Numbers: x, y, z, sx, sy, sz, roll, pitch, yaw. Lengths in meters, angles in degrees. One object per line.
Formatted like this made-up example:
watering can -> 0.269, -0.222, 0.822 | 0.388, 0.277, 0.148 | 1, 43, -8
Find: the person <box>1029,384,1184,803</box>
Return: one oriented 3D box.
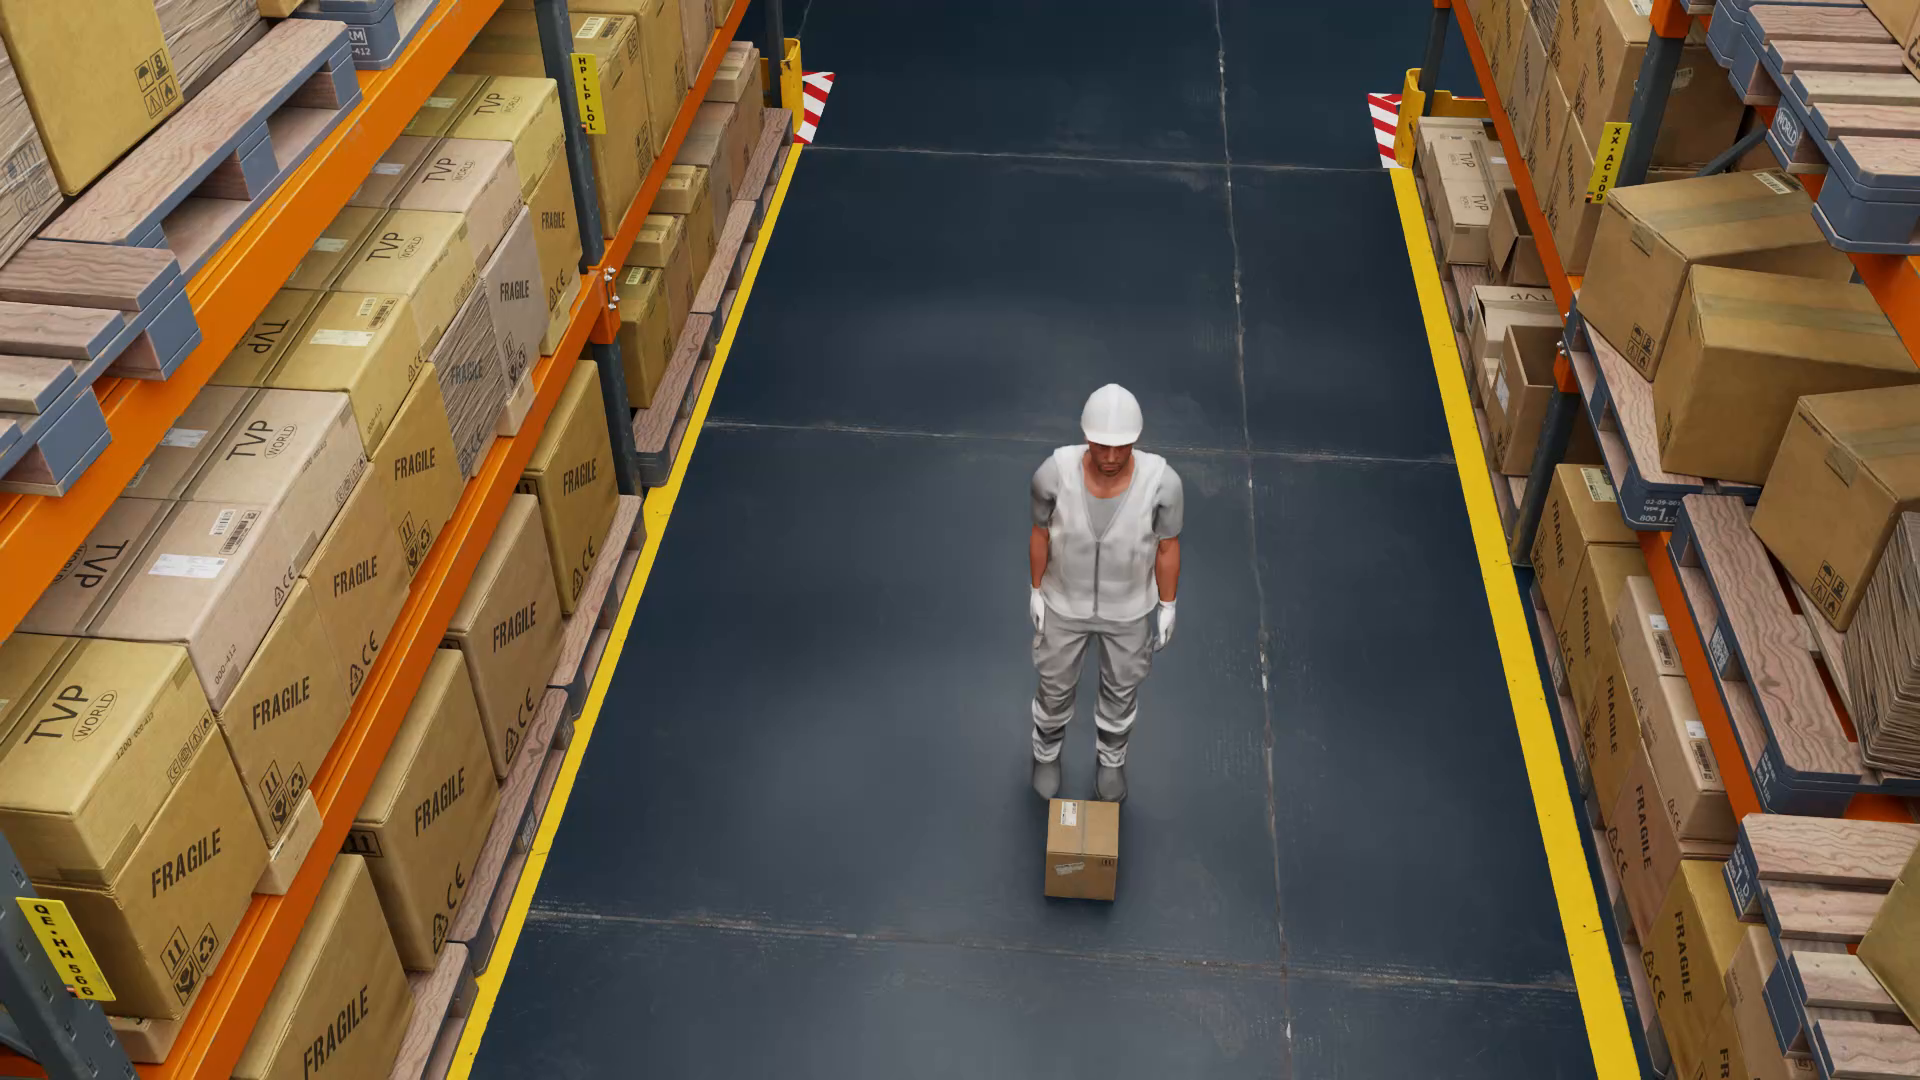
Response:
person -> 0.496, 0.237, 5.874 | 0.534, 1.821, 0.347 | 4, 40, 5
